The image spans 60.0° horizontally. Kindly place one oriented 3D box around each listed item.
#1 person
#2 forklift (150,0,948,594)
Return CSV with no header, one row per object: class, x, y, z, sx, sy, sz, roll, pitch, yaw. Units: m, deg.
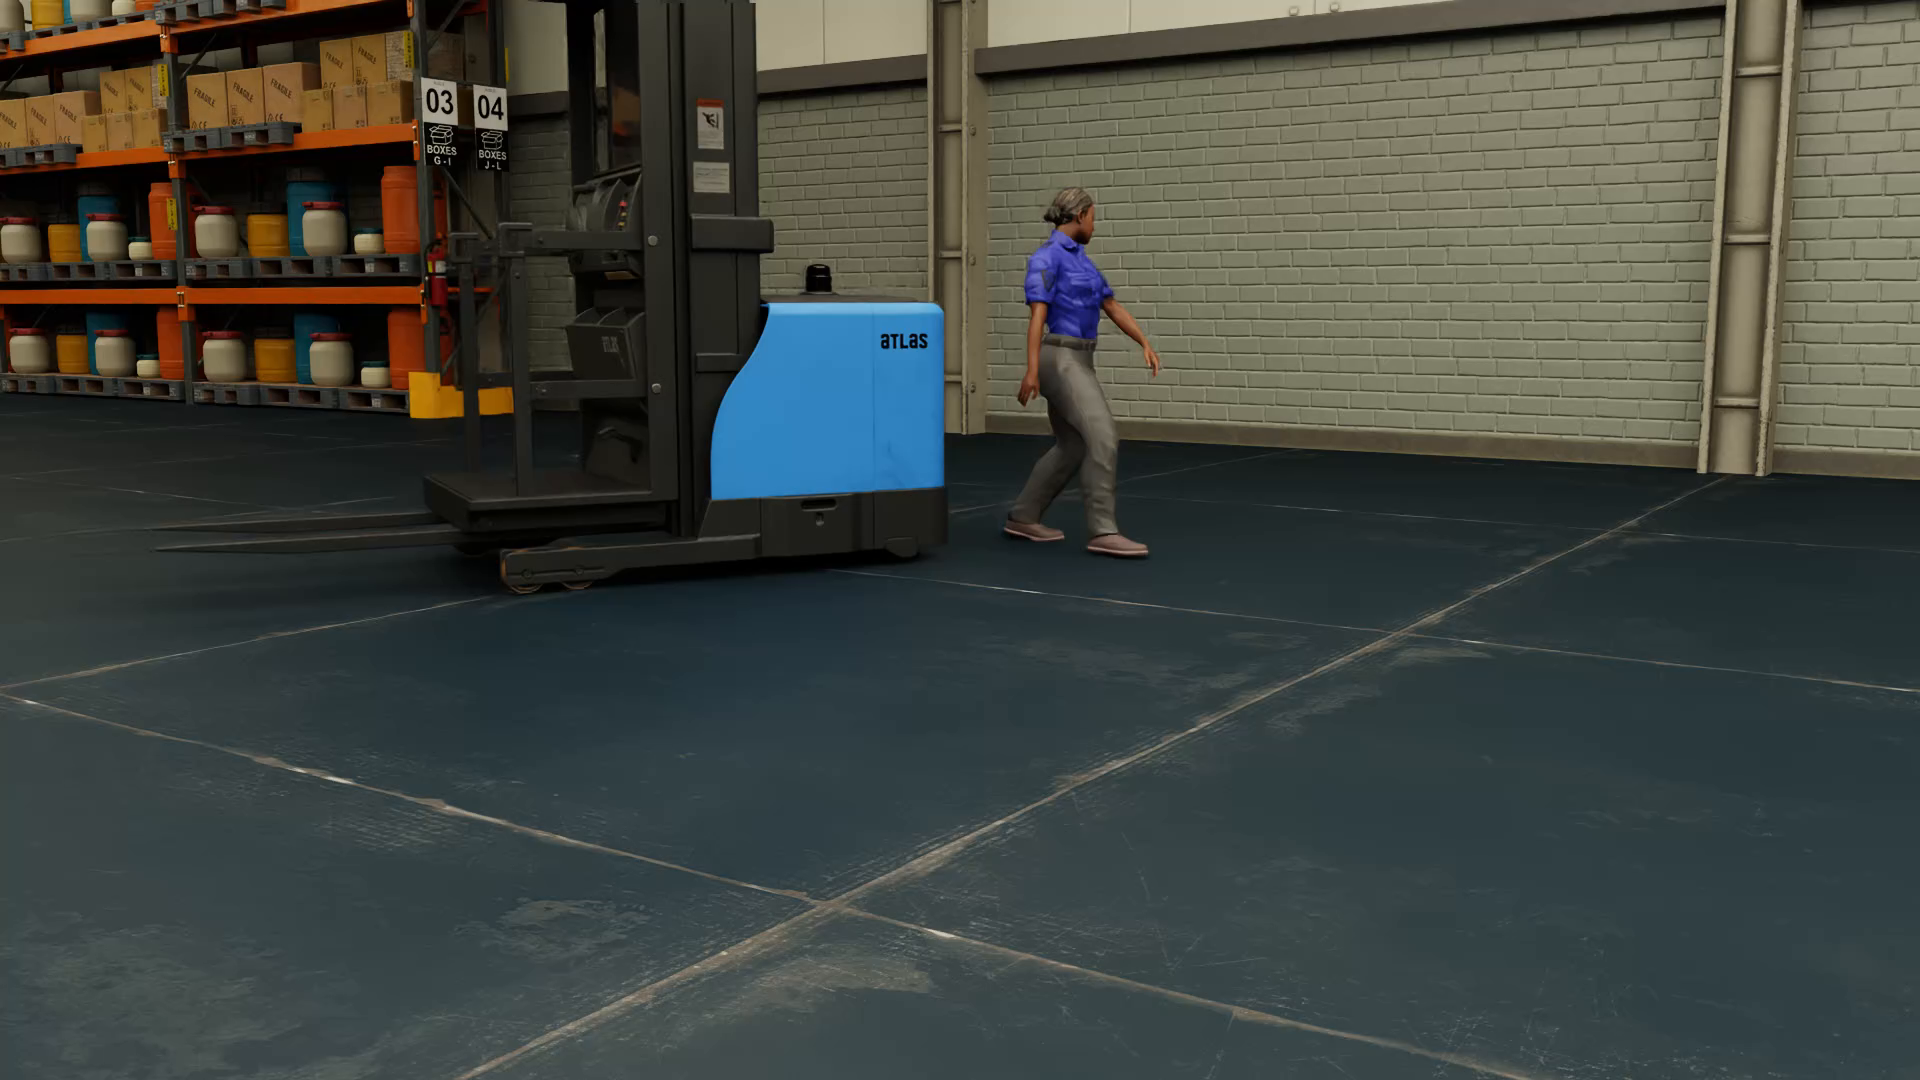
person,0.501,-0.743,7.254,0.796,1.585,0.618,3,9,22
forklift,-1.603,-1.335,6.580,3.031,2.935,1.130,-4,9,-26
